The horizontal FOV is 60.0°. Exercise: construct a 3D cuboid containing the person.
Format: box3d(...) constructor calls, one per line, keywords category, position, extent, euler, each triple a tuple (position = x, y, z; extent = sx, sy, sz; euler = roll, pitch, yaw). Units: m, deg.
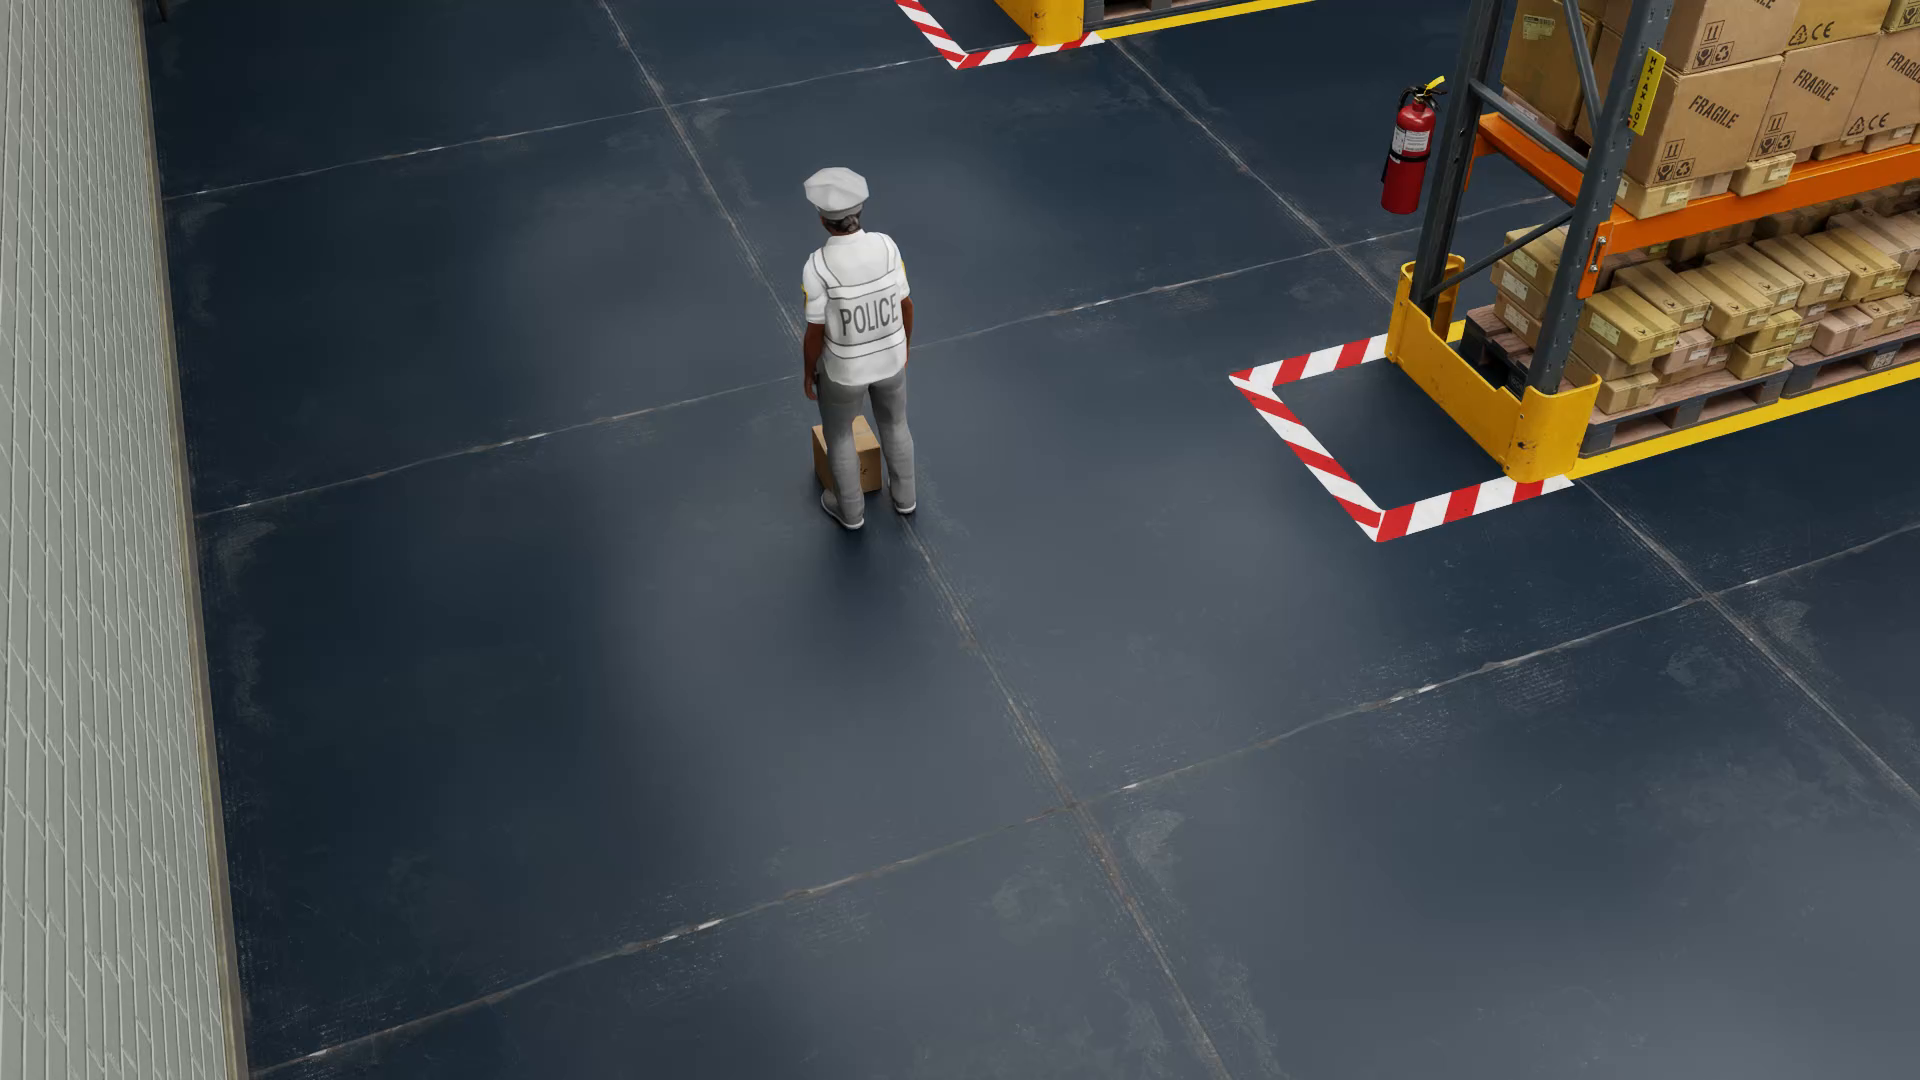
box3d(category="person", position=(-0.417, -0.756, 7.001), extent=(0.526, 1.658, 0.396), euler=(-18, 45, -19))
